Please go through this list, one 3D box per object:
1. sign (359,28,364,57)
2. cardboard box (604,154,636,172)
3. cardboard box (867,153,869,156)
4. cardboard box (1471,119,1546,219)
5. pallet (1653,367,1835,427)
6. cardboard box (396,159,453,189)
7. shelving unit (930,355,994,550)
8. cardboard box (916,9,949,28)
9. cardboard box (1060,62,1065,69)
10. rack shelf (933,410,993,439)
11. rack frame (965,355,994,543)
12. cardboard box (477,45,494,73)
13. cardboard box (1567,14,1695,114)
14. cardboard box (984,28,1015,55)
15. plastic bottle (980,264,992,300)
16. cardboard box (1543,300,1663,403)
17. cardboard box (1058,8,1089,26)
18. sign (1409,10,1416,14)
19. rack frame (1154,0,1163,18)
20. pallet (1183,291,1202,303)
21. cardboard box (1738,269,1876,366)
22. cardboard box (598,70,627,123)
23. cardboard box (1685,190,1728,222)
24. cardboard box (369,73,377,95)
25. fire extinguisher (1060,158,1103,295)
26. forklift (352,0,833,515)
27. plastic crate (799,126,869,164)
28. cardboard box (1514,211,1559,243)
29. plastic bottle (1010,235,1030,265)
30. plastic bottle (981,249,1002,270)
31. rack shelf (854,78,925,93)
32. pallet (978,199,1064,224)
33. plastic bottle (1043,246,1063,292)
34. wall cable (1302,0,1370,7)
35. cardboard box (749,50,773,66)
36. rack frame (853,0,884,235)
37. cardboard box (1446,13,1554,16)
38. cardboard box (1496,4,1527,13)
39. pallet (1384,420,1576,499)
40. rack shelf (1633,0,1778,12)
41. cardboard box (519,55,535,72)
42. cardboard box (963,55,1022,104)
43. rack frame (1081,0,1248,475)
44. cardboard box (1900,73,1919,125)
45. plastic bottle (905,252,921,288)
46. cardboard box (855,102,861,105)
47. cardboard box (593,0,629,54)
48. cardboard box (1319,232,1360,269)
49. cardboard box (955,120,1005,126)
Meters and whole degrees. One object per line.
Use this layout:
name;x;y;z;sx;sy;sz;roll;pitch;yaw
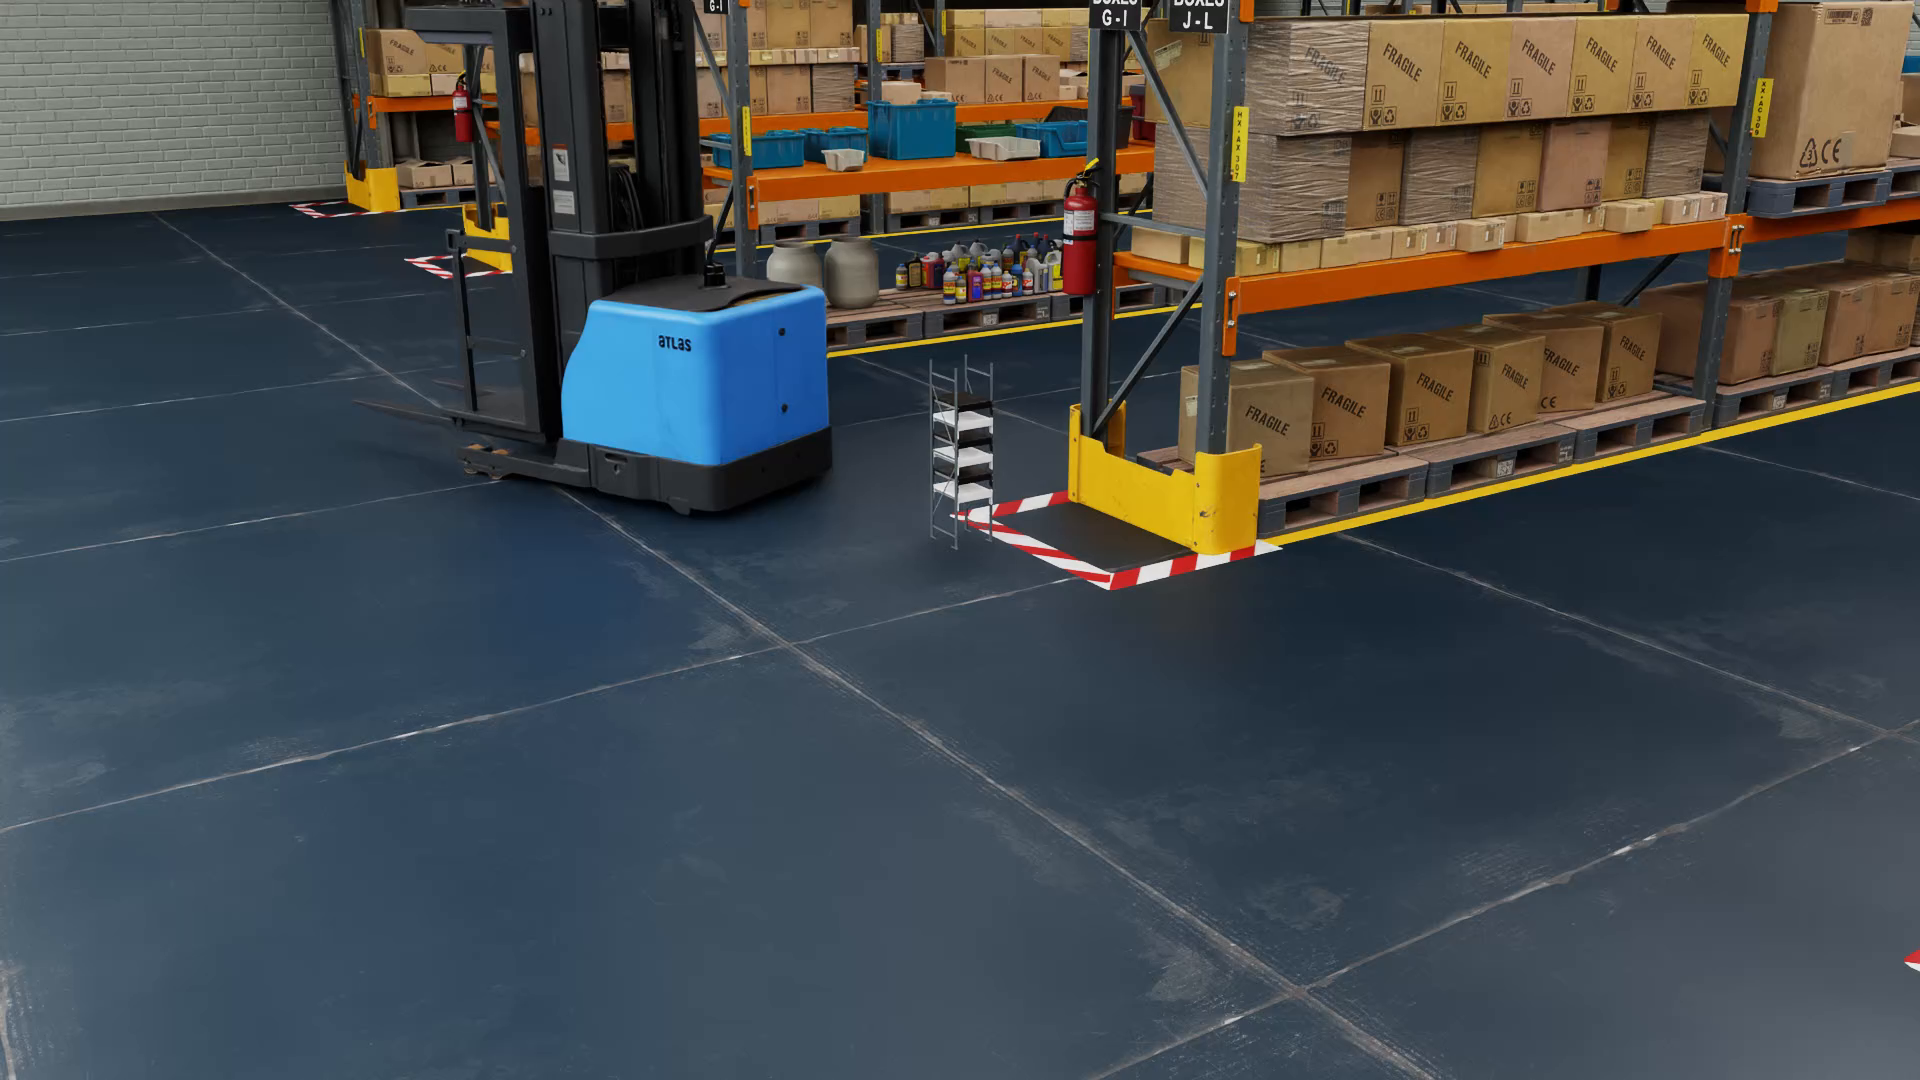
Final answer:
sign;-6.919;-5.752;19.222;0.005;0.325;0.100;-12;22;-31
cardboard box;-3.504;-3.537;16.491;0.500;0.500;0.500;-12;22;-31
cardboard box;-0.969;-4.177;18.678;0.500;0.311;0.500;-12;22;-31
cardboard box;2.646;-2.071;9.067;0.500;0.500;0.875;-12;22;-31
pallet;4.945;-1.033;10.971;1.213;0.211;1.003;-12;22;-31
cardboard box;-6.591;-4.519;20.440;0.500;0.311;0.500;-15;24;-37
shelving unit;0.007;-0.428;8.105;0.210;0.900;0.258;-12;22;-31
cardboard box;-0.300;-7.598;24.213;0.500;0.250;0.500;-11;22;-30
cardboard box;1.364;-7.100;24.923;0.250;0.149;0.380;-11;22;-30
rack shelf;0.007;-0.567;8.058;0.200;0.077;0.258;-12;22;-31
rack frame;0.092;-0.446;8.158;0.006;0.900;0.240;-12;22;-31
cardboard box;-5.801;-5.958;20.216;0.500;0.500;0.500;-13;22;-33
cardboard box;3.654;-2.637;9.180;0.500;0.500;0.500;-12;22;-31
cardboard box;0.452;-7.200;24.208;0.500;0.500;0.500;-11;22;-30
plastic bottle;0.203;-2.049;13.195;0.097;0.271;0.097;0;19;0
cardboard box;3.939;-1.171;10.274;0.500;0.500;0.500;-13;22;-33
cardboard box;1.696;-7.825;24.885;0.500;0.250;0.500;-11;22;-30
sign;5.840;-6.677;21.502;0.005;0.325;0.100;-12;22;-31
rack frame;2.804;-7.600;26.042;0.127;3.000;1.000;-12;22;-31
pallet;2.206;-2.369;14.922;1.213;0.211;1.003;-12;22;-31
cardboard box;5.696;-1.521;11.275;0.500;0.500;0.700;-14;23;-36
cardboard box;-3.658;-4.382;16.367;0.500;0.500;0.700;-11;22;-30
cardboard box;4.277;-1.981;9.813;0.250;0.149;0.380;-12;22;-31
cardboard box;-6.934;-5.559;20.208;0.500;0.250;0.500;-12;22;-31
fire extinguisher;0.606;-1.578;8.351;0.183;0.674;0.296;-12;22;-31
forklift;-2.224;-1.853;9.150;3.031;2.935;1.130;12;22;31
plastic crate;-0.970;-3.047;12.807;0.408;0.251;0.499;-12;22;-31
cardboard box;3.017;-1.721;9.043;0.250;0.149;0.380;-12;22;-31
plastic bottle;0.511;-2.430;14.199;0.185;0.351;0.144;-13;23;-34
plastic bottle;0.259;-2.285;13.886;0.135;0.276;0.152;-12;22;-31
rack shelf;-2.207;-6.203;23.032;4.000;0.370;1.077;-12;22;-31
pallet;0.464;-3.902;19.458;1.213;0.211;1.003;-12;22;-31
plastic bottle;0.762;-2.214;13.558;0.185;0.351;0.144;-12;22;-32
wall cable;6.694;-9.265;29.379;1.851;1.984;0.084;-12;22;-31
cardboard box;-2.110;-4.938;16.997;0.250;0.149;0.380;-12;22;-32
rack frame;-1.150;-4.867;17.957;0.127;3.000;1.000;-12;22;-31
cardboard box;2.945;-2.691;9.338;0.500;0.500;0.500;-12;22;-31
cardboard box;7.371;-7.077;22.778;0.500;0.500;0.500;-11;22;-30
pallet;2.734;-0.552;9.547;1.213;0.211;1.003;-12;22;-31
rack shelf;5.966;-3.649;10.794;4.000;0.370;1.077;-12;22;-31
cardboard box;-4.044;-4.528;15.787;0.250;0.149;0.380;-12;22;-32
cardboard box;0.359;-5.226;18.864;0.500;0.500;0.500;-12;22;-31
rack frame;0.955;-1.512;8.033;0.127;3.000;1.000;-12;22;-31
cardboard box;6.796;-2.936;11.435;0.500;0.500;0.700;-8;20;-23
plastic bottle;-0.389;-2.225;13.696;0.133;0.283;0.061;-11;22;-30
cardboard box;-1.620;-6.051;23.504;0.500;0.250;0.500;-11;22;-30
cardboard box;-3.613;-5.006;16.188;0.500;0.500;0.700;-13;22;-33
cardboard box;1.760;-1.458;8.267;0.250;0.149;0.380;-12;22;-31
cardboard box;0.150;-6.171;24.515;0.750;0.750;0.750;-12;22;-32
